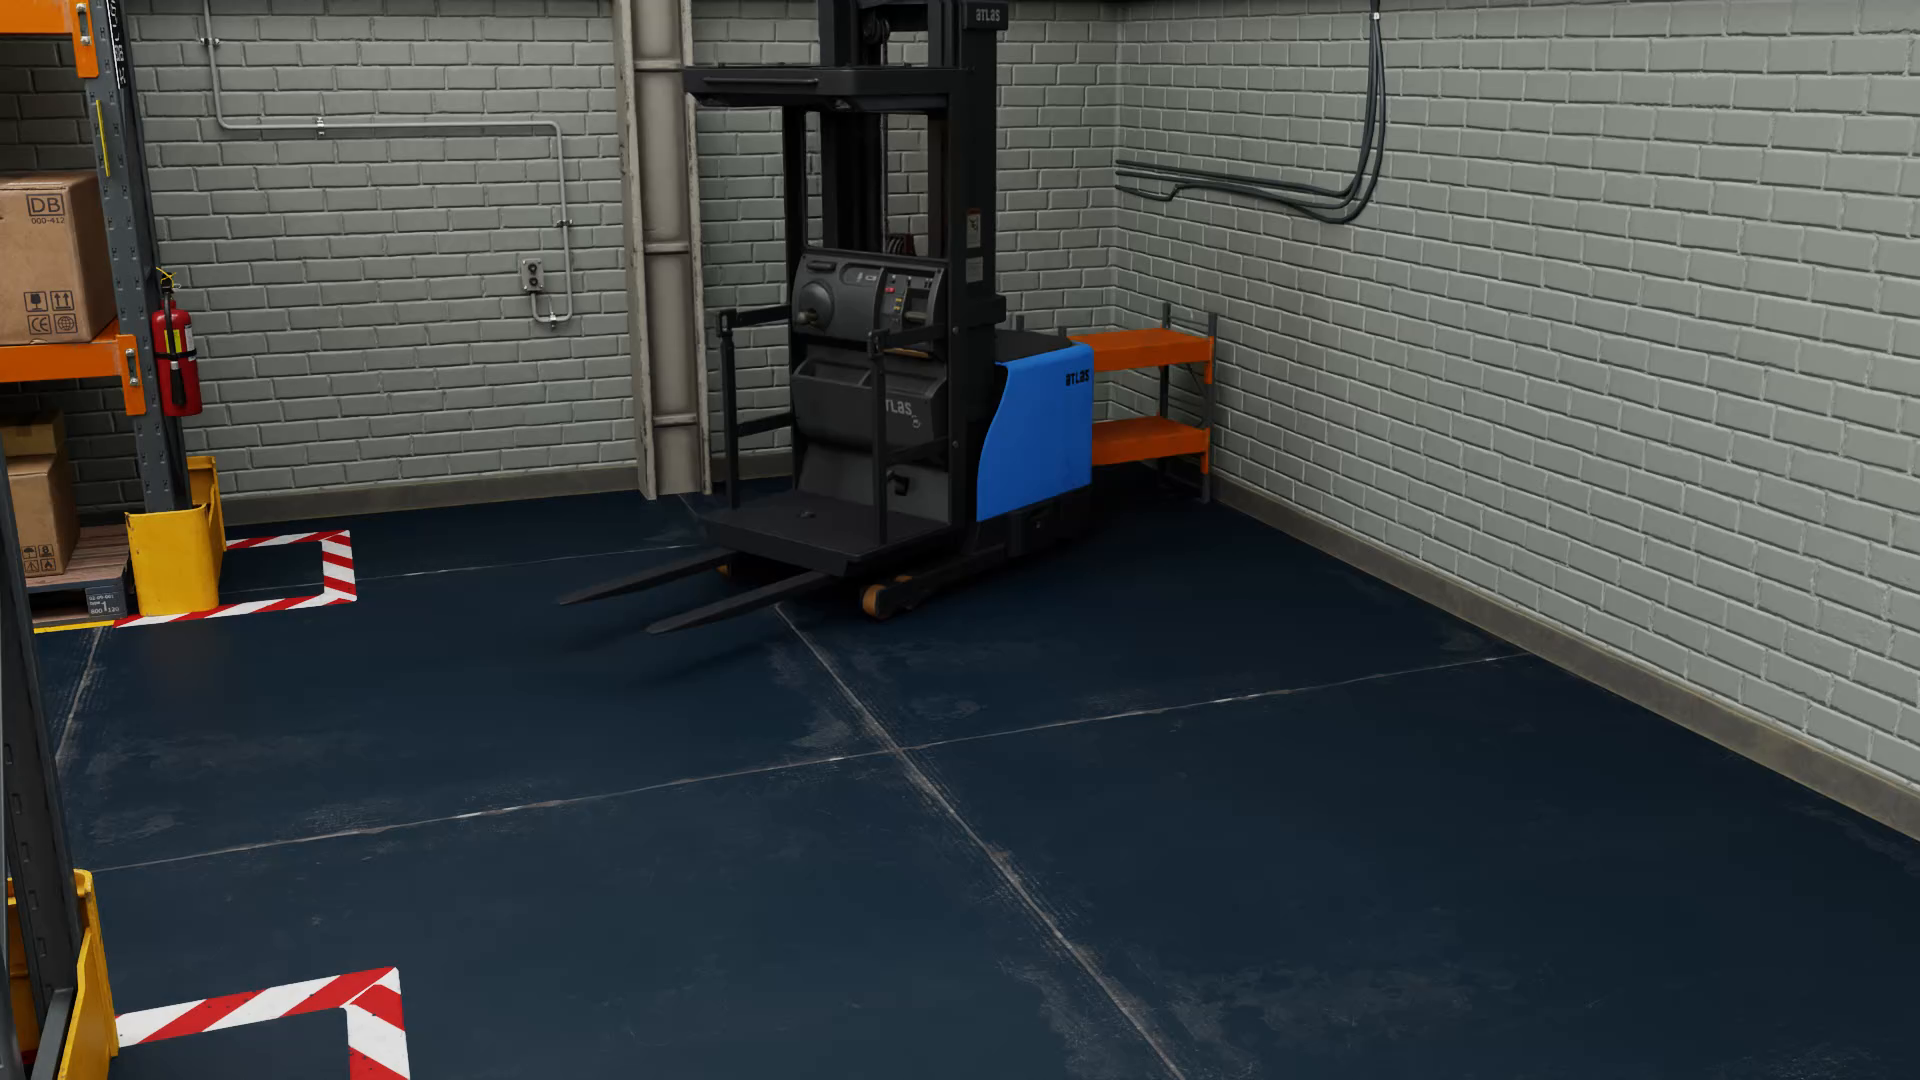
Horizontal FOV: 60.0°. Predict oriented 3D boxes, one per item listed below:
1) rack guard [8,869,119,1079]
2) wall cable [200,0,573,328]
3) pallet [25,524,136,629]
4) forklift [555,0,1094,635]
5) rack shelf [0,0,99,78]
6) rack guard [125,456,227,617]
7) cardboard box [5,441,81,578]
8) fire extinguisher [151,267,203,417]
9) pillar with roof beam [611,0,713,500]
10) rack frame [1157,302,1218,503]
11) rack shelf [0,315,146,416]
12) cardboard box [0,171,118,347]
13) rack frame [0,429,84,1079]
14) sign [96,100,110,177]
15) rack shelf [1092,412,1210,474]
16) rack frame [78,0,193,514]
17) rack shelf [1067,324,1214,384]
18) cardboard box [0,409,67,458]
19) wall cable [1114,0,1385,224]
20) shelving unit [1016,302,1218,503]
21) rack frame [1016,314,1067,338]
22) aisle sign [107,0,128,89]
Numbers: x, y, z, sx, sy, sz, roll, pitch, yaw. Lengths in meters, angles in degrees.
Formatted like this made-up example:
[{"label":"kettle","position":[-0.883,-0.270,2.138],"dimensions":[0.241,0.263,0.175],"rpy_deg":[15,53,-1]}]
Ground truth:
[{"label":"rack guard","position":[-2.239,1.271,3.881],"dimensions":[0.348,0.500,1.175],"rpy_deg":[-6,17,-20]},{"label":"wall cable","position":[-3.087,-2.104,9.136],"dimensions":[1.851,1.984,0.084],"rpy_deg":[-6,17,-20]},{"label":"pallet","position":[-4.662,0.201,8.040],"dimensions":[1.213,0.211,1.003],"rpy_deg":[-6,17,-20]},{"label":"forklift","position":[-0.587,-1.190,7.950],"dimensions":[1.130,2.935,3.031],"rpy_deg":[13,21,37]},{"label":"rack shelf","position":[-5.811,-2.131,6.984],"dimensions":[4.000,0.370,1.077],"rpy_deg":[-6,17,-20]},{"label":"rack guard","position":[-3.921,-0.042,8.352],"dimensions":[0.348,0.500,1.175],"rpy_deg":[-6,17,-20]},{"label":"cardboard box","position":[-4.562,-0.144,7.955],"dimensions":[0.500,0.500,0.700],"rpy_deg":[-6,17,-20]},{"label":"fire extinguisher","position":[-3.638,-0.916,7.694],"dimensions":[0.183,0.674,0.296],"rpy_deg":[-6,17,-20]},{"label":"pillar with roof beam","position":[-0.192,-3.484,4.992],"dimensions":[0.400,9.000,9.100],"rpy_deg":[-6,17,-20]},{"label":"rack frame","position":[1.345,-0.820,9.895],"dimensions":[0.032,1.125,0.500],"rpy_deg":[-9,18,-27]},{"label":"rack shelf","position":[-5.811,-0.692,7.407],"dimensions":[4.000,0.370,1.077],"rpy_deg":[-6,17,-20]},{"label":"cardboard box","position":[-4.417,-1.328,7.766],"dimensions":[0.700,0.700,0.980],"rpy_deg":[-5,17,-18]},{"label":"rack frame","position":[-2.168,0.064,3.555],"dimensions":[0.127,3.000,1.000],"rpy_deg":[-6,17,-20]},{"label":"sign","position":[-3.763,-1.764,7.305],"dimensions":[0.005,0.325,0.100],"rpy_deg":[-6,17,-20]},{"label":"rack shelf","position":[0.898,-0.518,9.732],"dimensions":[1.000,0.278,0.538],"rpy_deg":[-9,18,-27]},{"label":"rack frame","position":[-3.944,-1.239,7.992],"dimensions":[0.127,3.000,1.000],"rpy_deg":[-6,17,-20]},{"label":"rack shelf","position":[0.898,-1.033,9.581],"dimensions":[1.000,0.278,0.538],"rpy_deg":[-9,18,-27]},{"label":"cardboard box","position":[-4.517,-0.520,8.086],"dimensions":[0.250,0.149,0.380],"rpy_deg":[-6,17,-20]},{"label":"wall cable","position":[1.465,-3.103,9.206],"dimensions":[0.112,2.526,3.097],"rpy_deg":[-6,17,-20]},{"label":"shelving unit","position":[0.898,-0.752,9.663],"dimensions":[1.048,1.125,0.538],"rpy_deg":[-9,18,-27]},{"label":"rack frame","position":[0.451,-0.684,9.431],"dimensions":[0.032,1.125,0.500],"rpy_deg":[-9,18,-27]},{"label":"aisle sign","position":[-3.769,-2.414,7.382],"dimensions":[0.004,0.787,0.394],"rpy_deg":[-6,17,-20]}]
